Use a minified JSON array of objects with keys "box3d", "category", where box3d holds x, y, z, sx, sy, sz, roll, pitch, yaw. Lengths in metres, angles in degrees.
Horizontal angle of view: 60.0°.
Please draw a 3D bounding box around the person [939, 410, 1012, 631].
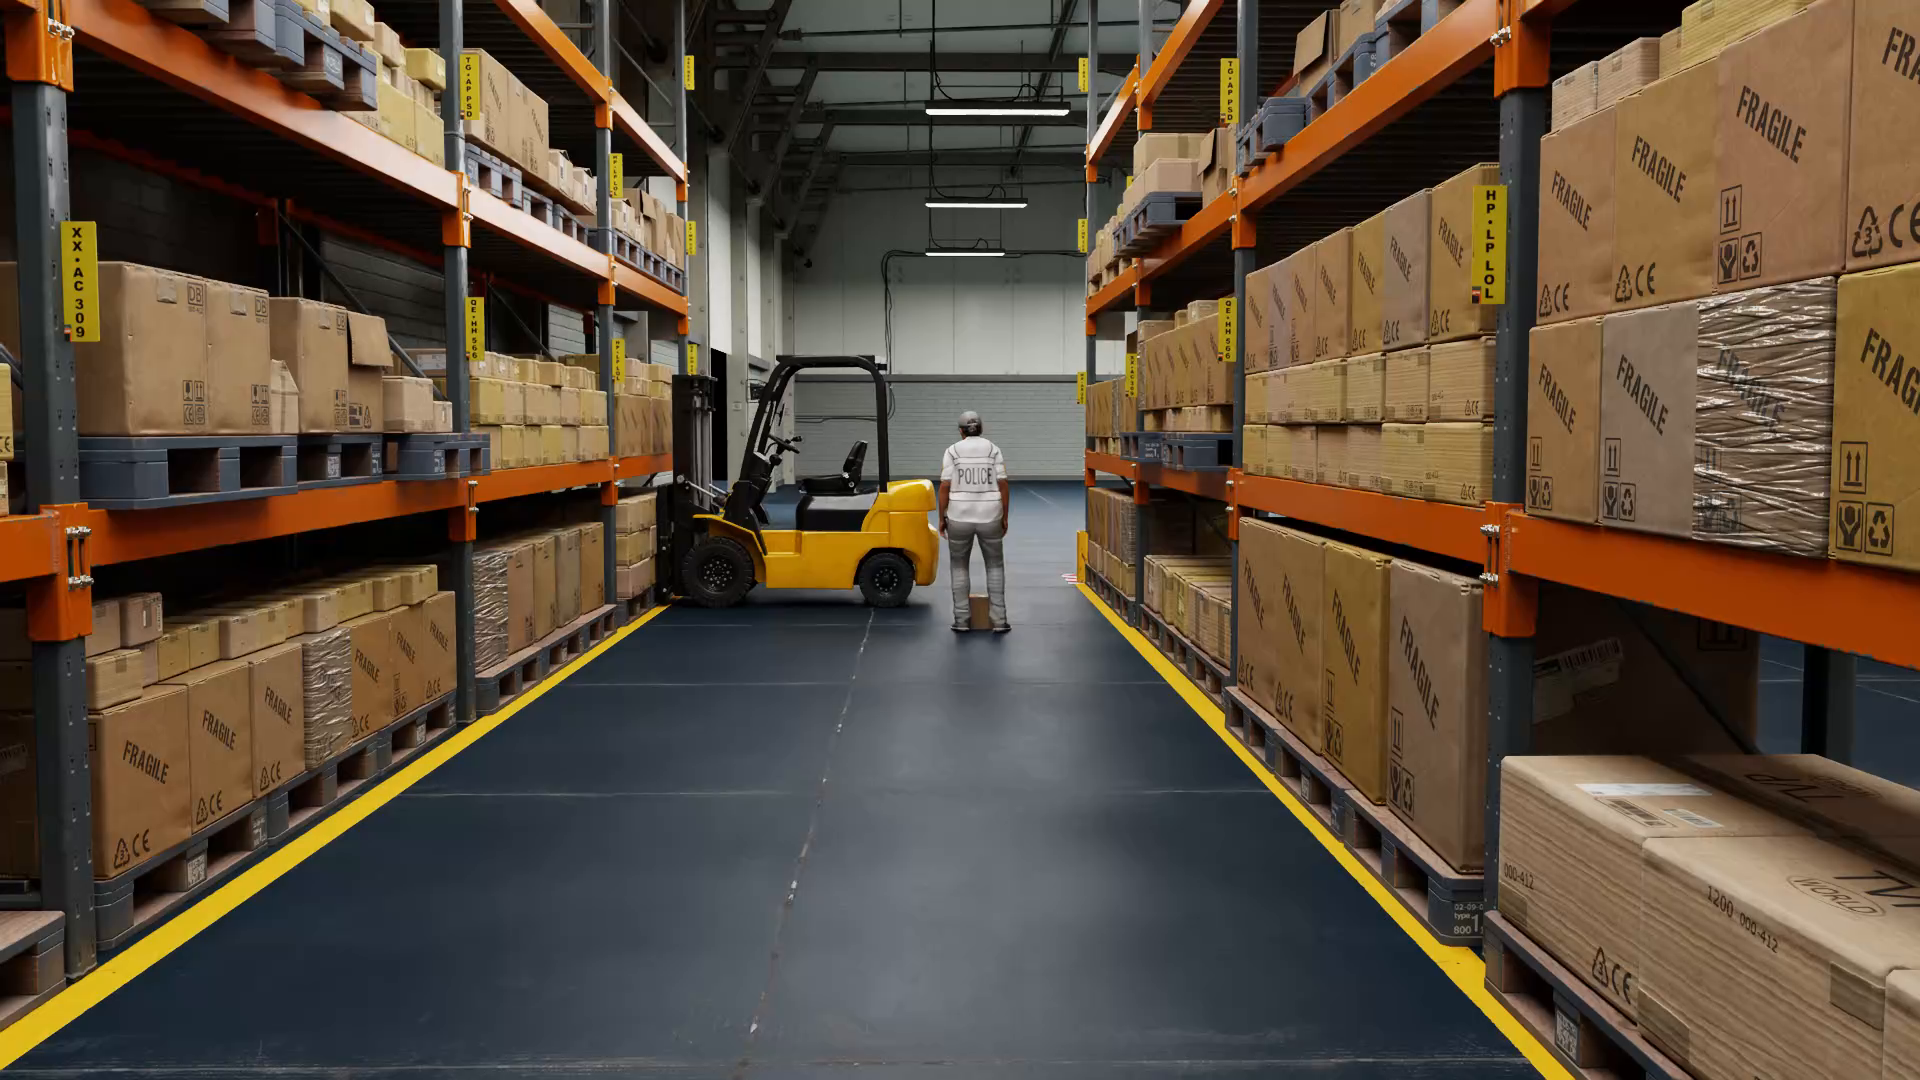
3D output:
[{"box3d":[0.117,-0.141,12.528,0.563,1.667,0.461,0,4,-4],"category":"person"}]
